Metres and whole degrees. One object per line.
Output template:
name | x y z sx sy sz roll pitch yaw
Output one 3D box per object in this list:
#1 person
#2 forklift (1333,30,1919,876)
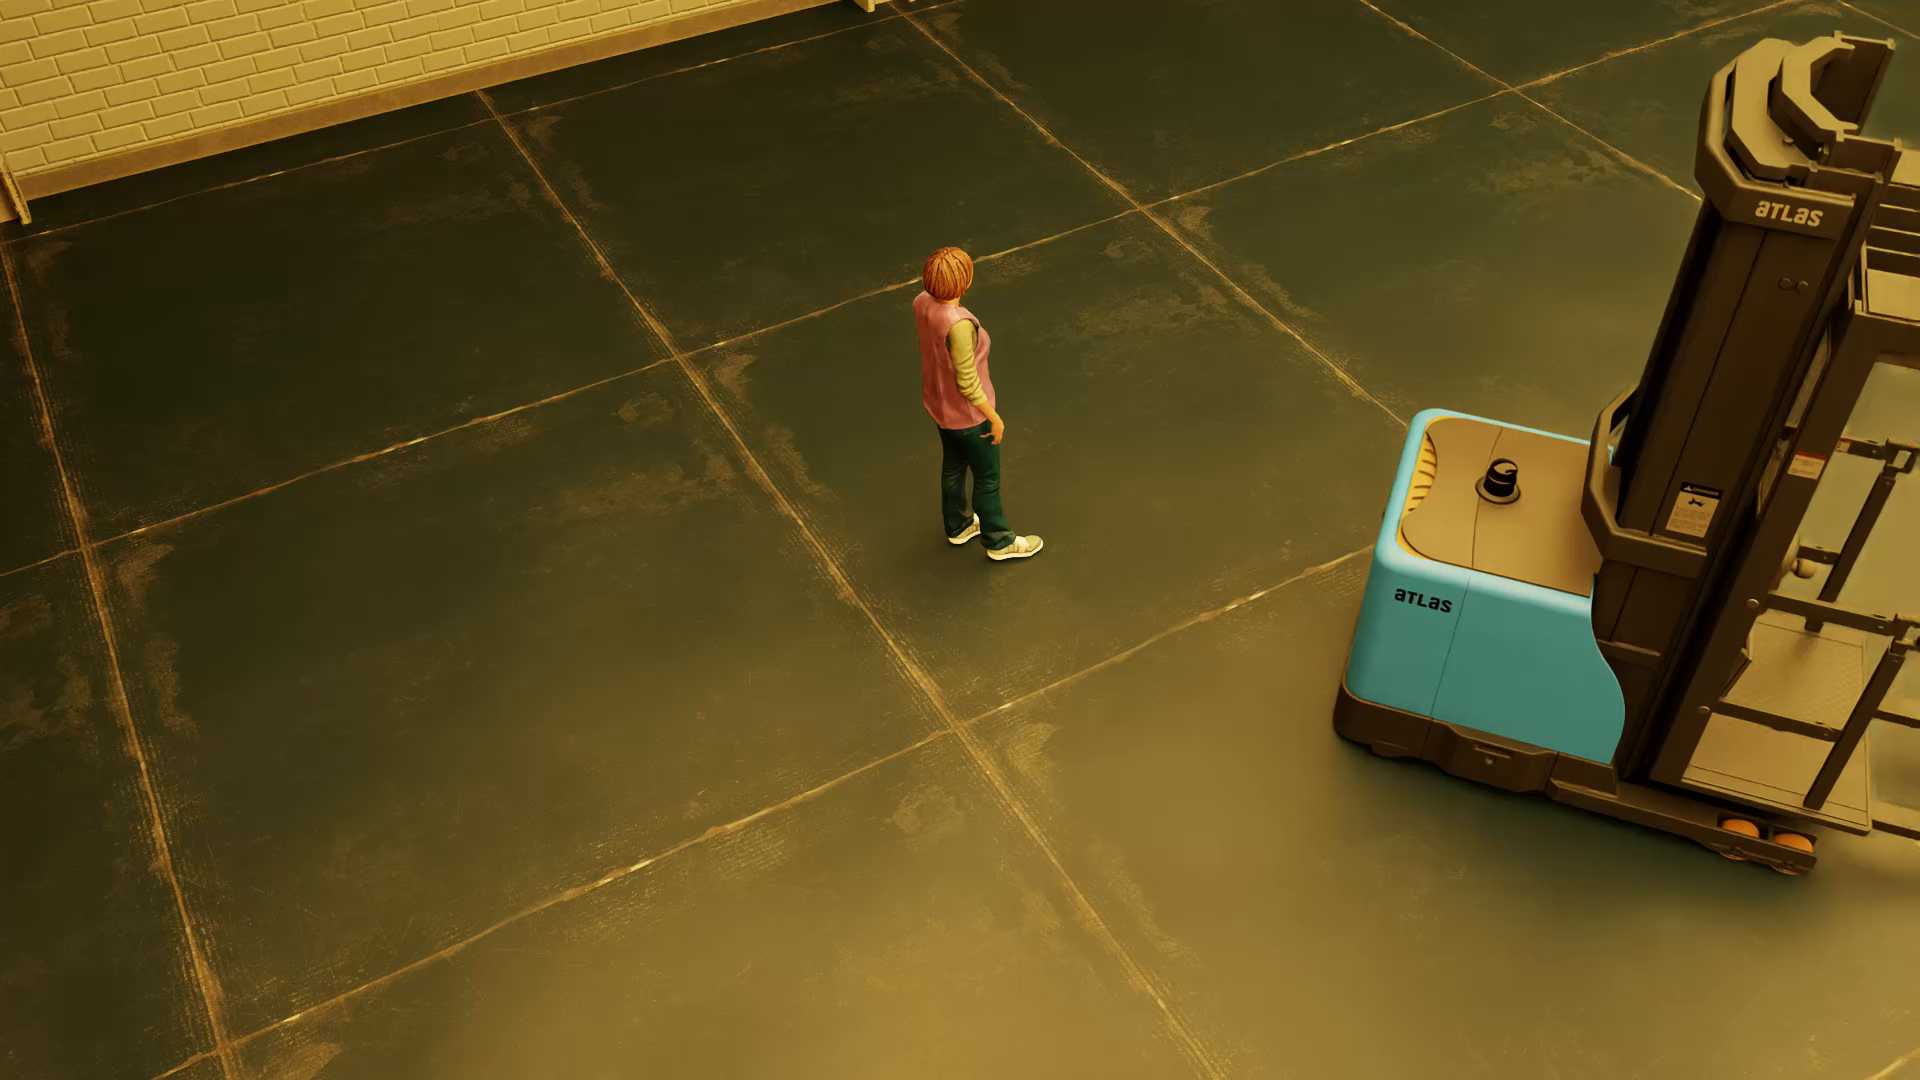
person | 0.071 -0.607 7.323 0.476 1.596 0.520 -21 47 -21
forklift | 3.125 -0.189 5.902 3.031 2.935 1.130 14 45 15
